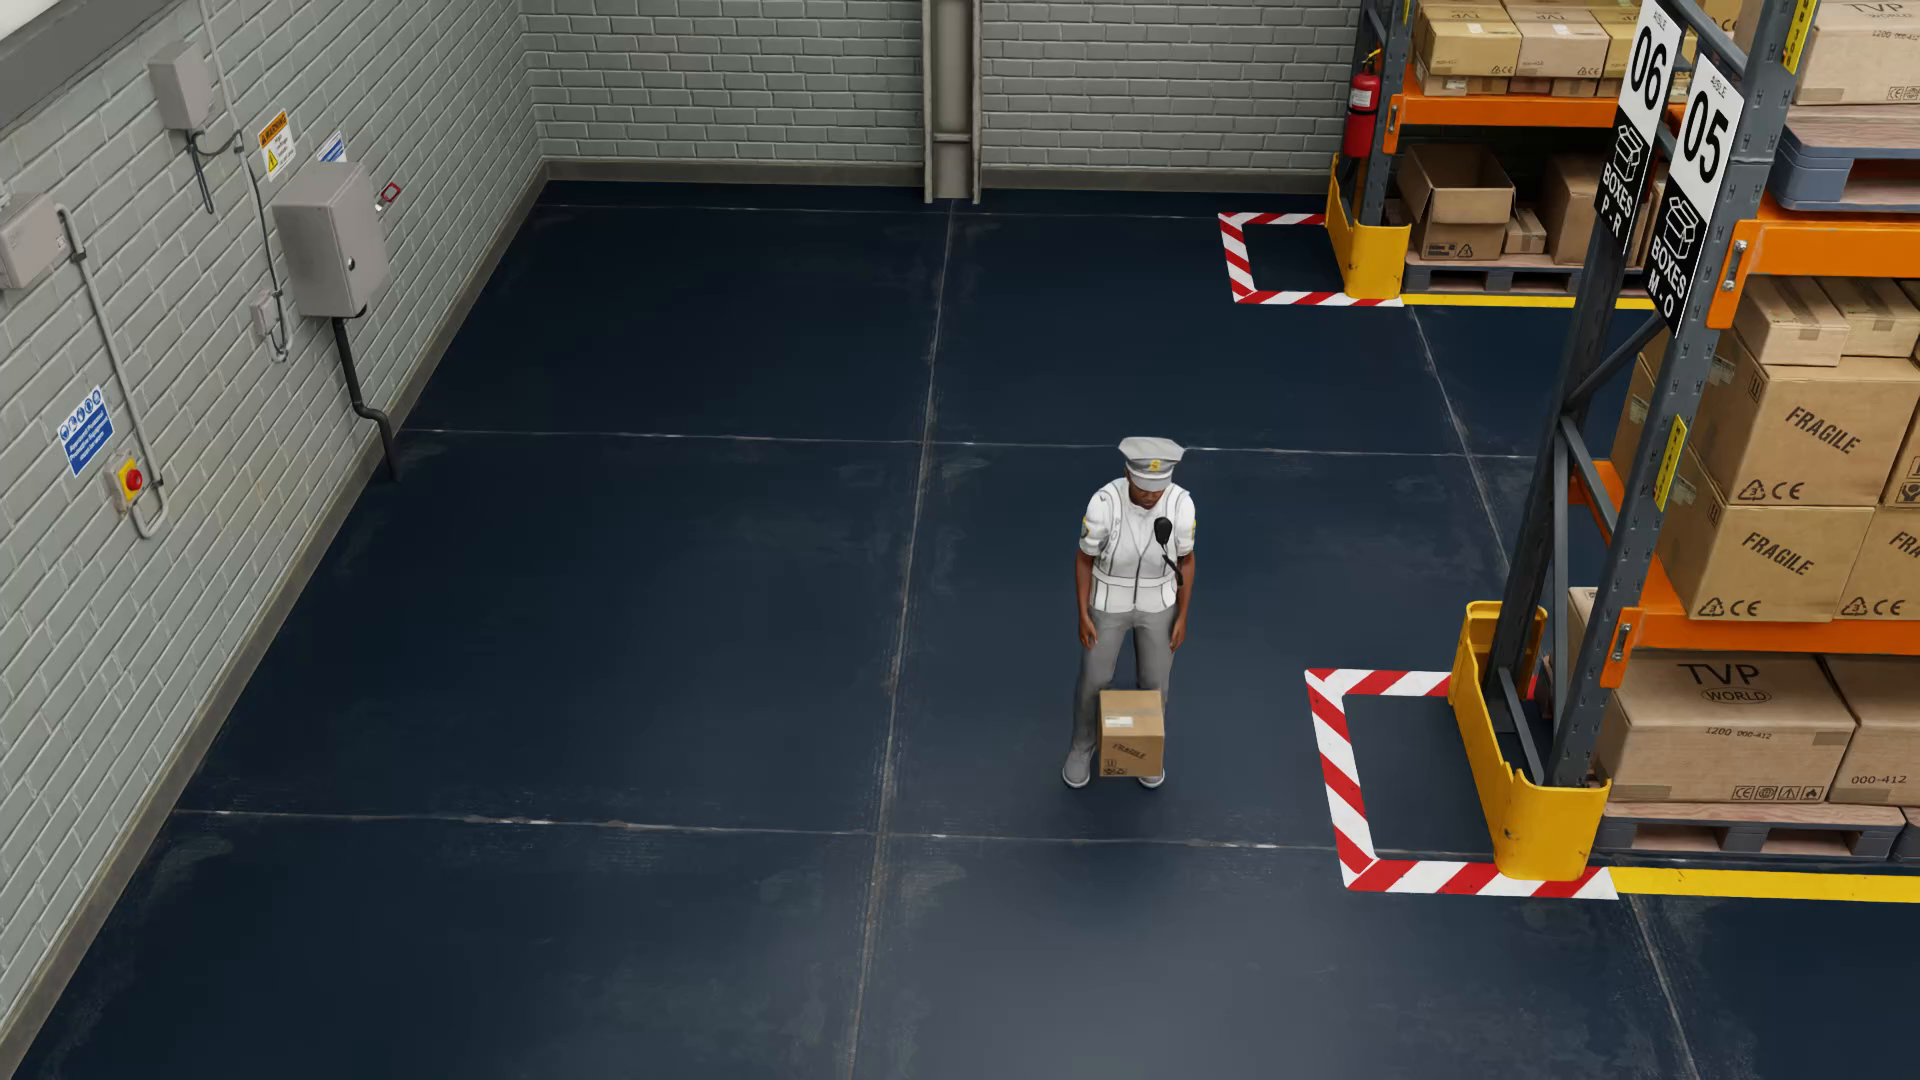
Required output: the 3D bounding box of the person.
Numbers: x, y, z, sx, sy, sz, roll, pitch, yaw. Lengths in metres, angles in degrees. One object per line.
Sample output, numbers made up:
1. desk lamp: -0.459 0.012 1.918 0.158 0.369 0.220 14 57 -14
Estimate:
1. person: 0.688 0.283 6.719 0.498 1.665 0.374 0 36 1
